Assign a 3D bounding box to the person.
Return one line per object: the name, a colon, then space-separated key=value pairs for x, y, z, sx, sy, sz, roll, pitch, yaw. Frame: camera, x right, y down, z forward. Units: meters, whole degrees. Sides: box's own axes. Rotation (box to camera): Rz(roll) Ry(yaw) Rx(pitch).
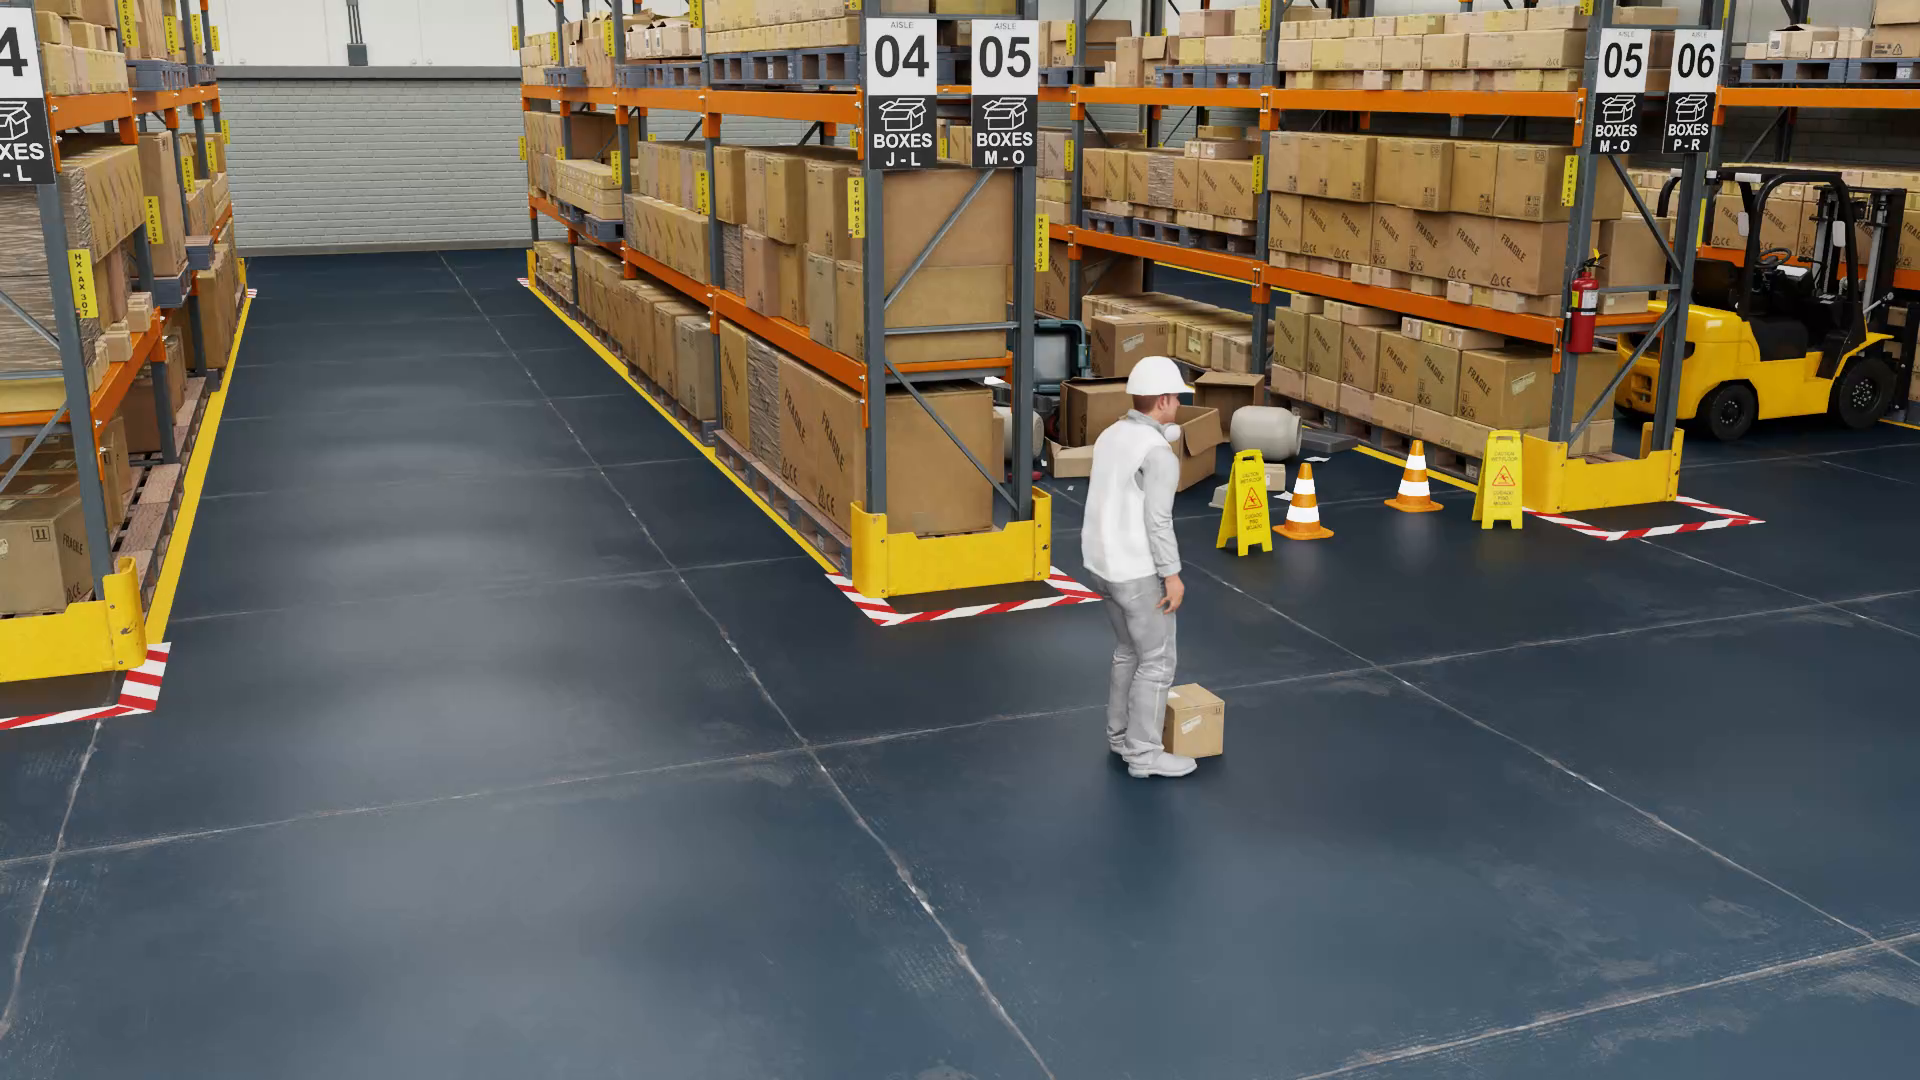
person: x=0.762 y=0.106 z=7.094 sx=0.465 sy=1.771 sz=0.580 roll=-6 pitch=16 yaw=-20
